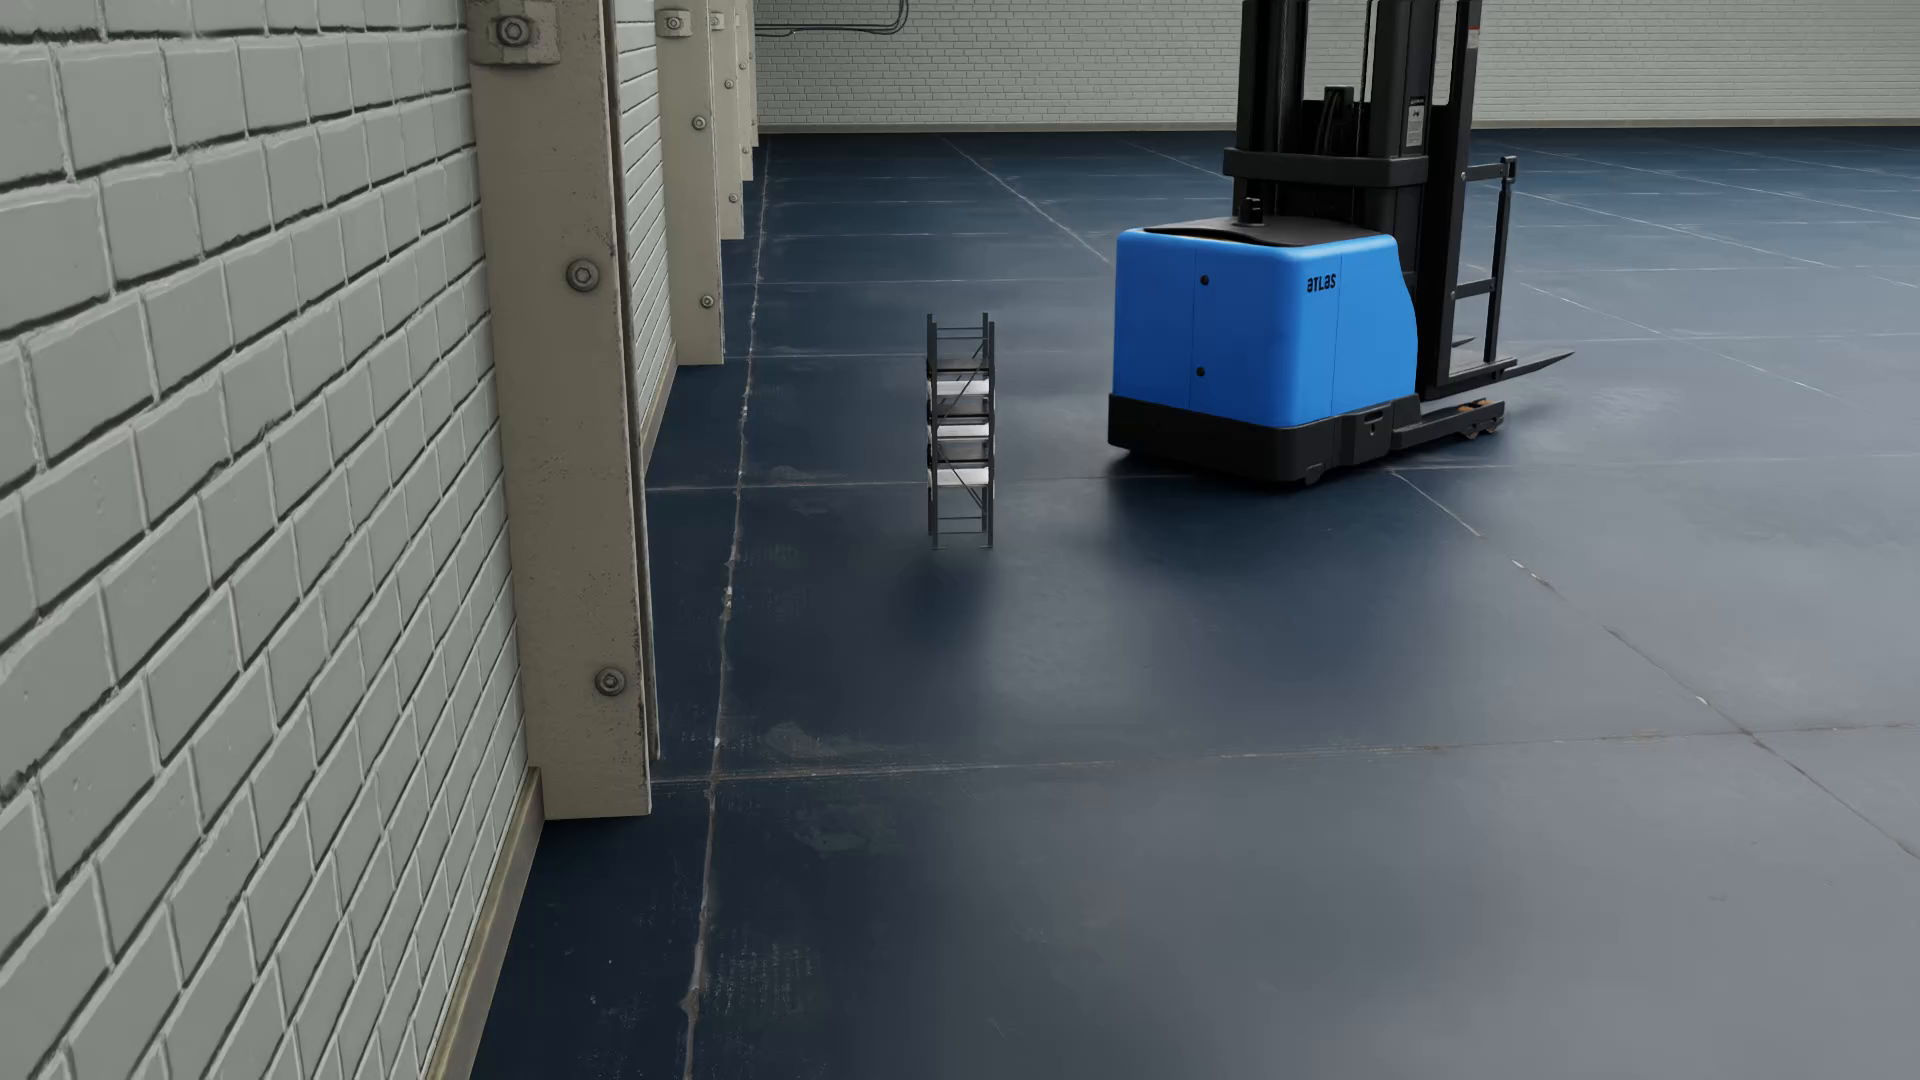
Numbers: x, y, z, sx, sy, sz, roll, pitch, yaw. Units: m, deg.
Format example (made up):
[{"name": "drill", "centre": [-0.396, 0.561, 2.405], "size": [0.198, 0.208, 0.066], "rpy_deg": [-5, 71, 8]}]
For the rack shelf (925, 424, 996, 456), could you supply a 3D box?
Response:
[{"name": "rack shelf", "centre": [0.001, -0.395, 6.545], "size": [0.258, 0.077, 0.200], "rpy_deg": [-2, 18, -6]}]

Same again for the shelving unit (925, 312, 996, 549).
[{"name": "shelving unit", "centre": [0.001, -0.427, 6.535], "size": [0.258, 0.900, 0.210], "rpy_deg": [-2, 18, -6]}]

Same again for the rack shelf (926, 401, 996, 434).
[{"name": "rack shelf", "centre": [0.001, -0.481, 6.518], "size": [0.258, 0.077, 0.200], "rpy_deg": [-2, 18, -6]}]

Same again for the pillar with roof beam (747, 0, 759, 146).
[{"name": "pillar with roof beam", "centre": [0.817, -10.908, 26.400], "size": [9.100, 9.000, 0.400], "rpy_deg": [-2, 18, -6]}]

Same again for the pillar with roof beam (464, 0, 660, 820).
[{"name": "pillar with roof beam", "centre": [3.292, -3.758, 3.624], "size": [9.100, 9.000, 0.400], "rpy_deg": [-2, 18, -6]}]

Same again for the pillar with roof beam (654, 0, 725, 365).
[{"name": "pillar with roof beam", "centre": [2.673, -5.546, 9.318], "size": [9.100, 9.000, 0.400], "rpy_deg": [-2, 18, -6]}]

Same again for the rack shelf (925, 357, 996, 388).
[{"name": "rack shelf", "centre": [0.001, -0.653, 6.464], "size": [0.258, 0.077, 0.200], "rpy_deg": [-2, 18, -6]}]

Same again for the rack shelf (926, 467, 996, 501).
[{"name": "rack shelf", "centre": [0.001, -0.223, 6.598], "size": [0.258, 0.077, 0.200], "rpy_deg": [-2, 18, -6]}]

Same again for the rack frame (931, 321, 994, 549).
[{"name": "rack frame", "centre": [0.011, -0.397, 6.438], "size": [0.240, 0.900, 0.006], "rpy_deg": [-2, 18, -6]}]

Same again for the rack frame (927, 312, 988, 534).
[{"name": "rack frame", "centre": [-0.010, -0.457, 6.631], "size": [0.240, 0.900, 0.006], "rpy_deg": [-2, 18, -6]}]

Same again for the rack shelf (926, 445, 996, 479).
[{"name": "rack shelf", "centre": [0.001, -0.309, 6.572], "size": [0.258, 0.077, 0.200], "rpy_deg": [-2, 18, -6]}]

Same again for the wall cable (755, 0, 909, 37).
[{"name": "wall cable", "centre": [-2.454, -10.213, 29.367], "size": [3.097, 2.526, 0.112], "rpy_deg": [-2, 18, -6]}]

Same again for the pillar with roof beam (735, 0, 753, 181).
[{"name": "pillar with roof beam", "centre": [1.436, -9.121, 20.706], "size": [9.100, 9.000, 0.400], "rpy_deg": [-2, 18, -6]}]

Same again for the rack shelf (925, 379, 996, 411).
[{"name": "rack shelf", "centre": [0.001, -0.567, 6.491], "size": [0.258, 0.077, 0.200], "rpy_deg": [-2, 18, -6]}]

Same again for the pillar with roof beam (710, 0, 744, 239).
[{"name": "pillar with roof beam", "centre": [2.054, -7.333, 15.012], "size": [9.100, 9.000, 0.400], "rpy_deg": [-2, 18, -6]}]

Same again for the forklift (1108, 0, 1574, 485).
[{"name": "forklift", "centre": [2.112, -1.996, 8.142], "size": [3.031, 2.935, 1.130], "rpy_deg": [-16, 24, -42]}]
